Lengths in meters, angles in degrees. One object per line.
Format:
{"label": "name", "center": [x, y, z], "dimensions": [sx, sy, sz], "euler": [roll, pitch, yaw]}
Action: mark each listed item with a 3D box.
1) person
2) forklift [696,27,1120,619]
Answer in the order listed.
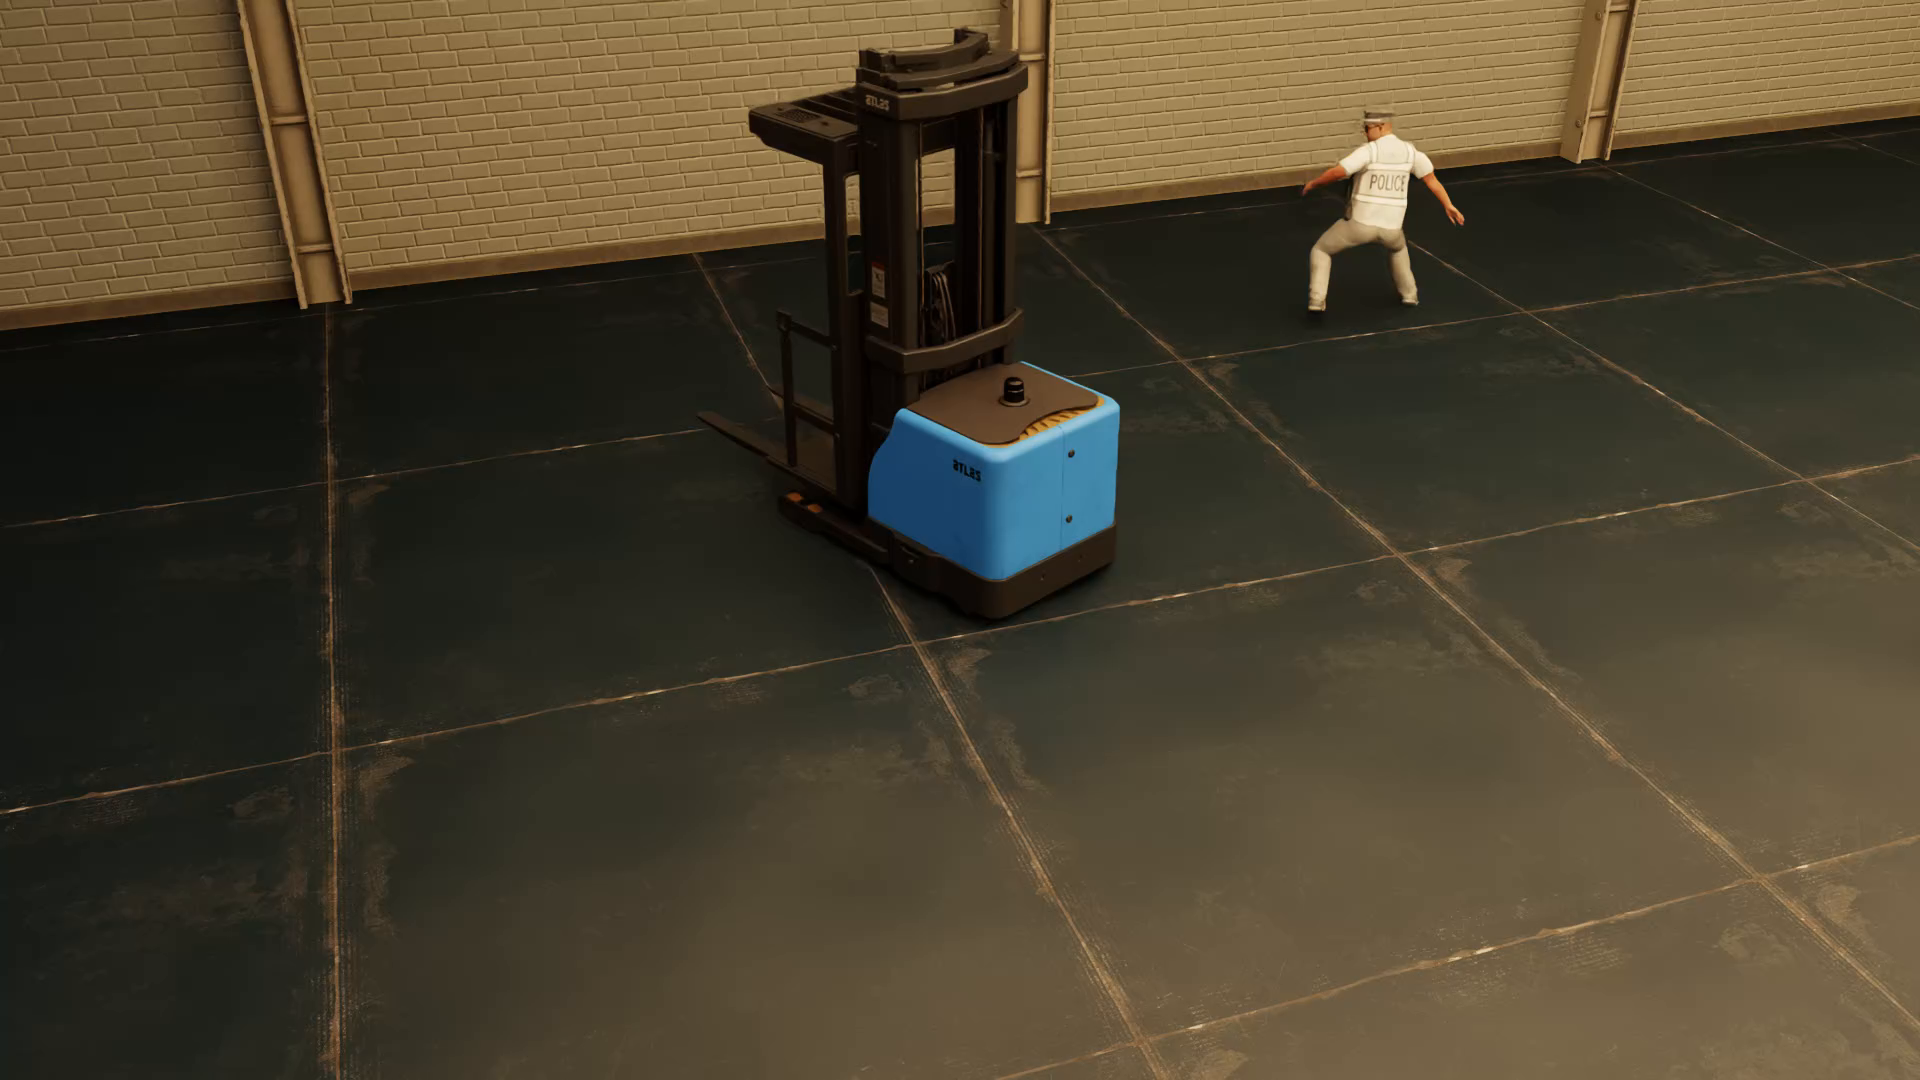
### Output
{"label": "person", "center": [3.237, -2.464, 12.819], "dimensions": [1.156, 1.693, 0.546], "euler": [-3, 30, -6]}
{"label": "forklift", "center": [-0.473, -1.482, 9.662], "dimensions": [1.130, 2.935, 3.031], "euler": [-25, 38, -37]}
